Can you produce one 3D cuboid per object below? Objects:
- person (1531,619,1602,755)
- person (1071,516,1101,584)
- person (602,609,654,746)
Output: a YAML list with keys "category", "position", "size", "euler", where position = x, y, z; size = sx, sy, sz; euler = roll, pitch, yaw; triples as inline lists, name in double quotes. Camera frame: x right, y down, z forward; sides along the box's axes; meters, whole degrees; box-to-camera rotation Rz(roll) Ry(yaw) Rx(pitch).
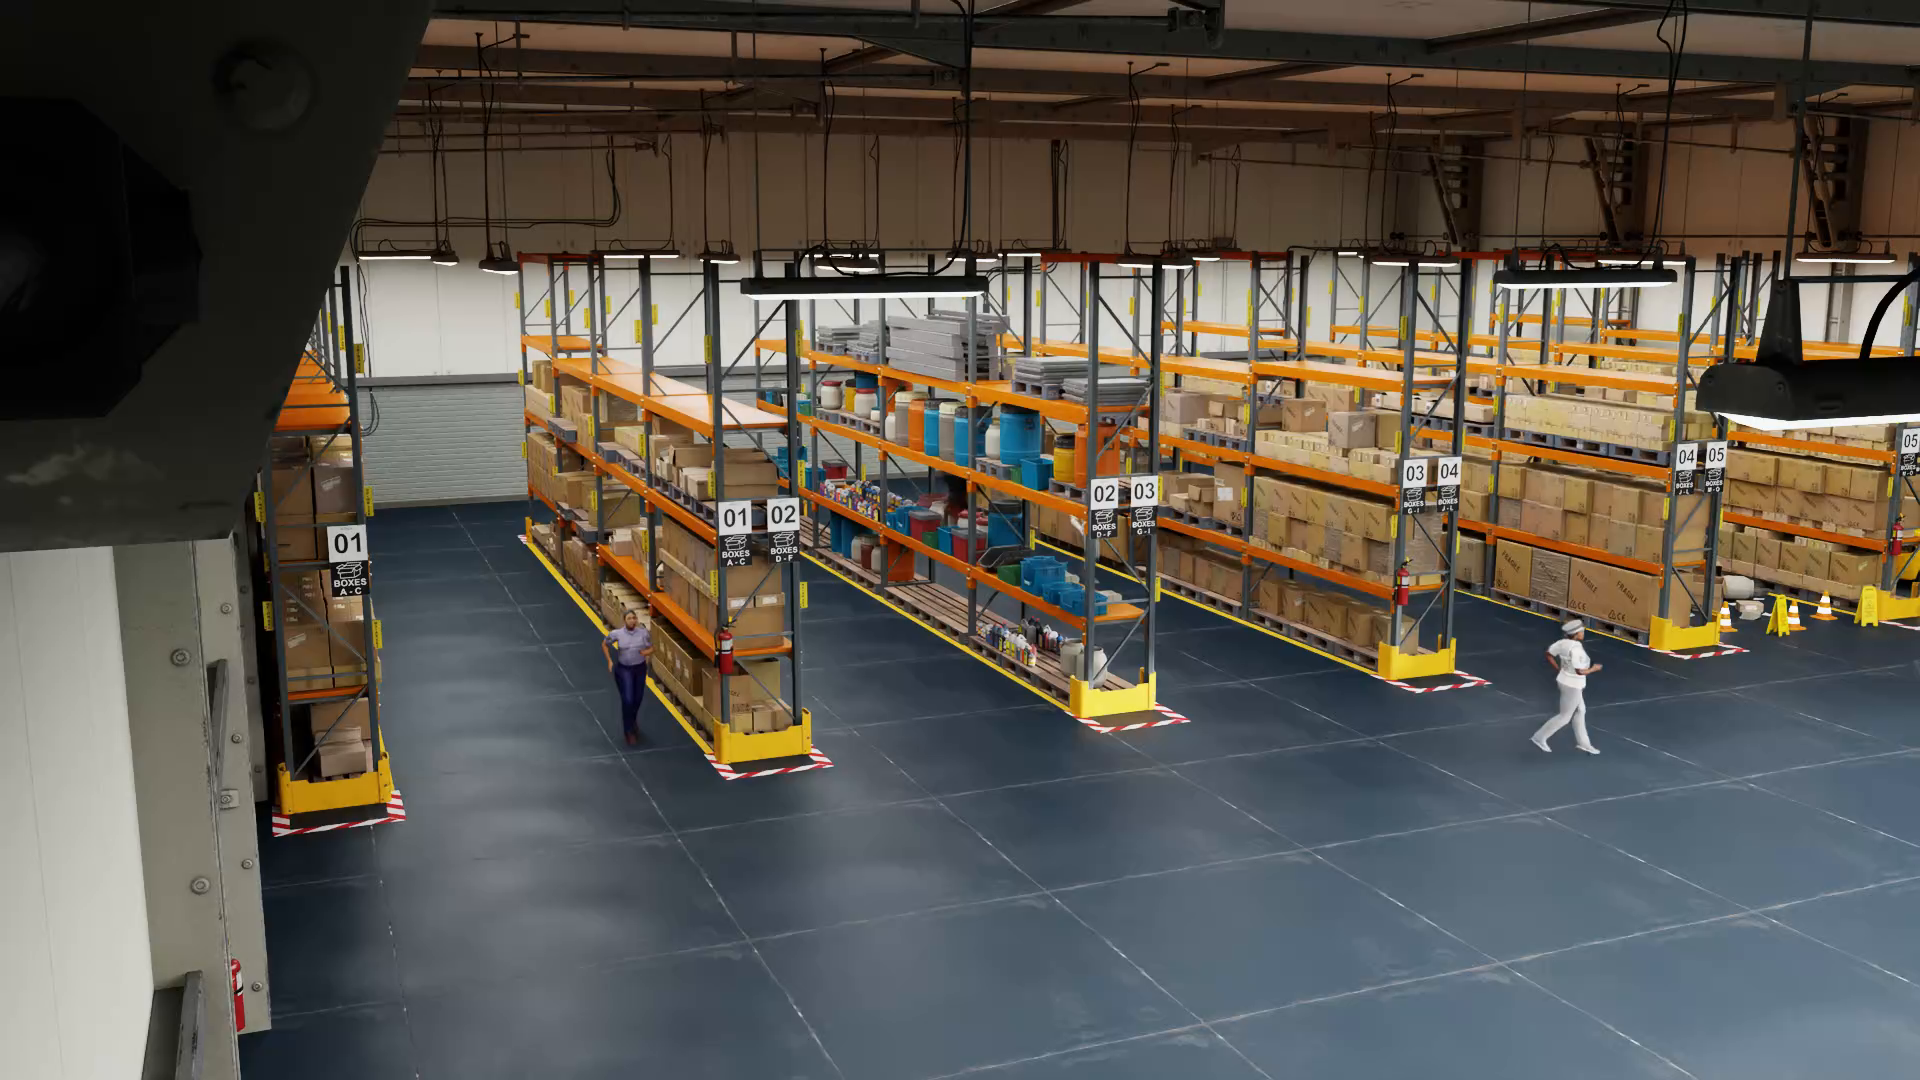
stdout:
- category: "person"
  position: [7.458, 1.810, 20.344]
  size: [0.883, 1.721, 0.574]
  euler: [0, 10, 2]
- category: "person"
  position: [2.281, -0.095, 29.312]
  size: [0.622, 1.666, 0.651]
  euler: [-5, 11, -24]
- category: "person"
  position: [-4.180, 1.717, 21.112]
  size: [0.579, 1.711, 0.748]
  euler: [-6, 12, -31]
